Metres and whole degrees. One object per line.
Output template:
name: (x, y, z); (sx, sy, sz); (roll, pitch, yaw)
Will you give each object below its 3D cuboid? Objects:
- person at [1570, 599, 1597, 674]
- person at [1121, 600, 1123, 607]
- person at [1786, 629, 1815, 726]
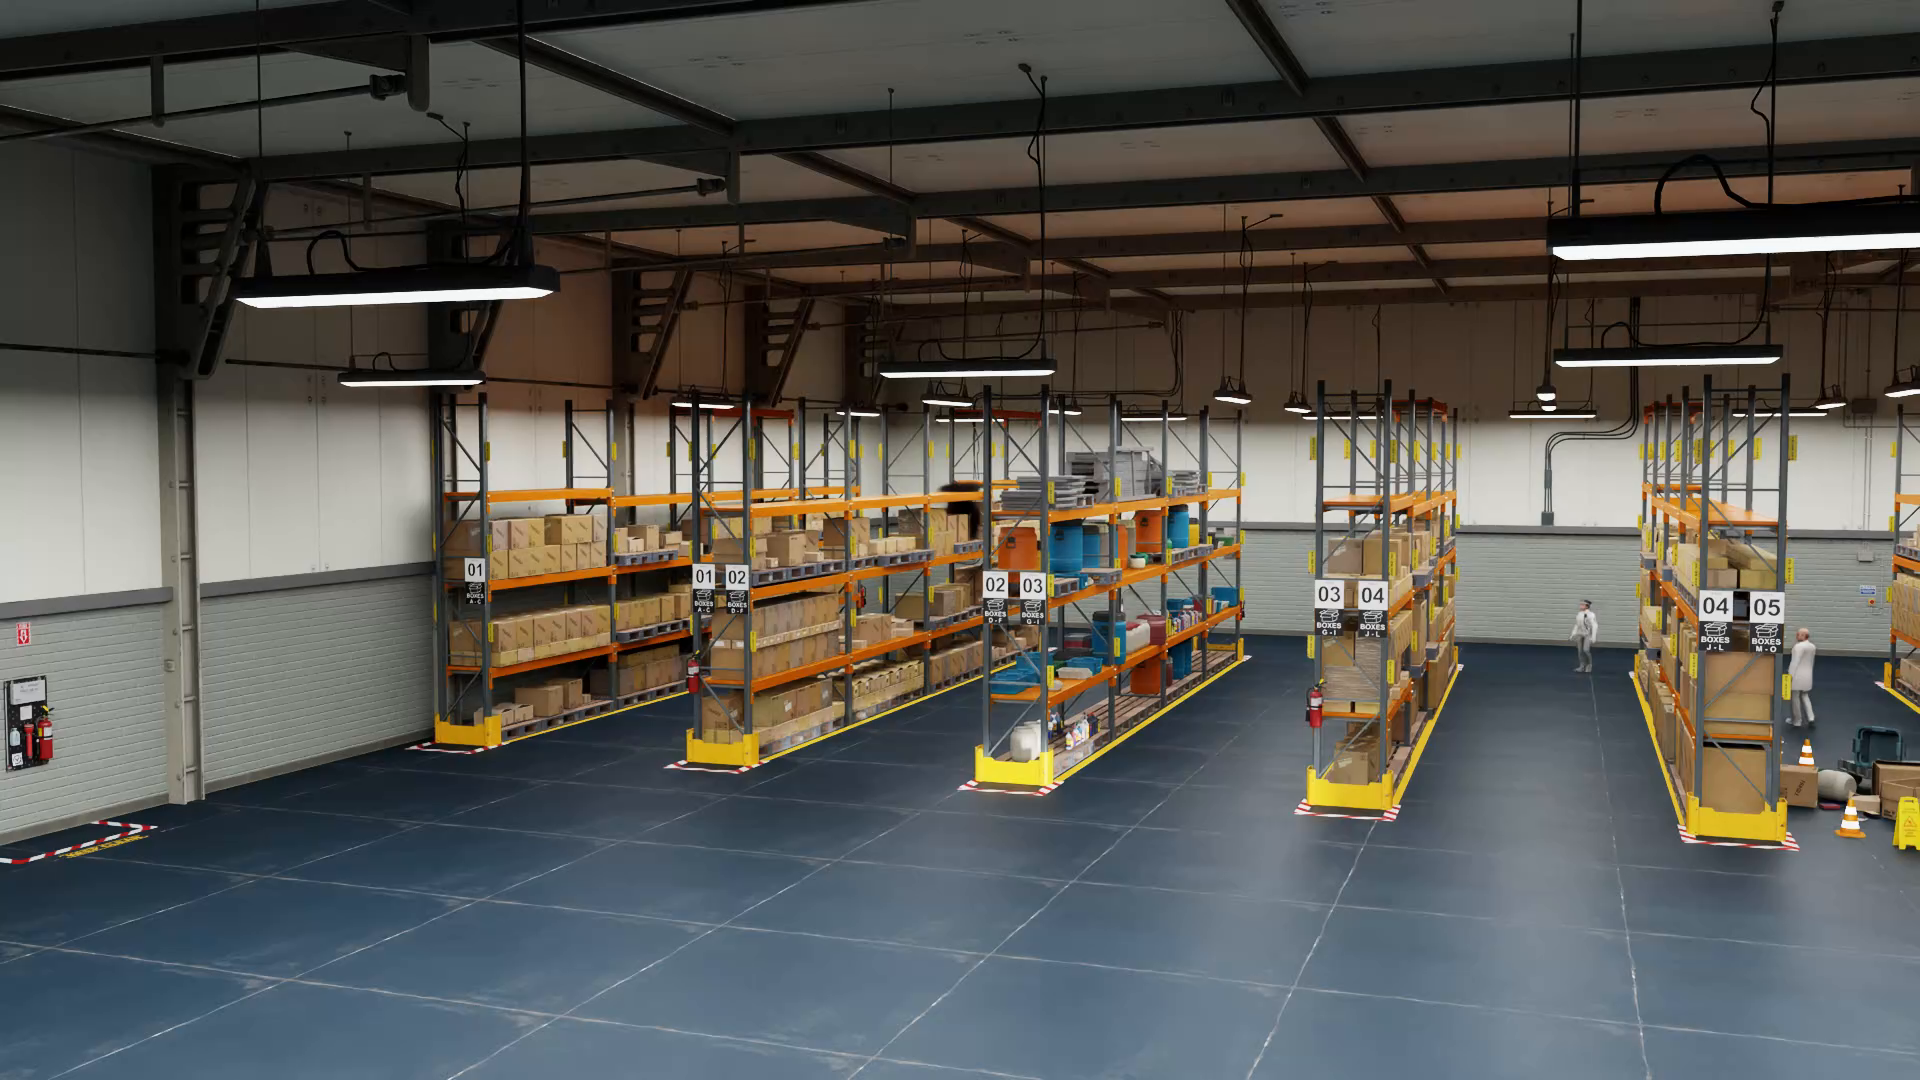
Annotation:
person: (14.077, 2.162, 37.449); (0.508, 1.686, 0.569); (-3, 4, -43)
person: (3.436, 2.057, 37.119); (0.487, 1.642, 0.860); (3, 4, 44)
person: (15.361, 2.521, 30.435); (0.622, 1.813, 0.458); (-1, 3, -9)
